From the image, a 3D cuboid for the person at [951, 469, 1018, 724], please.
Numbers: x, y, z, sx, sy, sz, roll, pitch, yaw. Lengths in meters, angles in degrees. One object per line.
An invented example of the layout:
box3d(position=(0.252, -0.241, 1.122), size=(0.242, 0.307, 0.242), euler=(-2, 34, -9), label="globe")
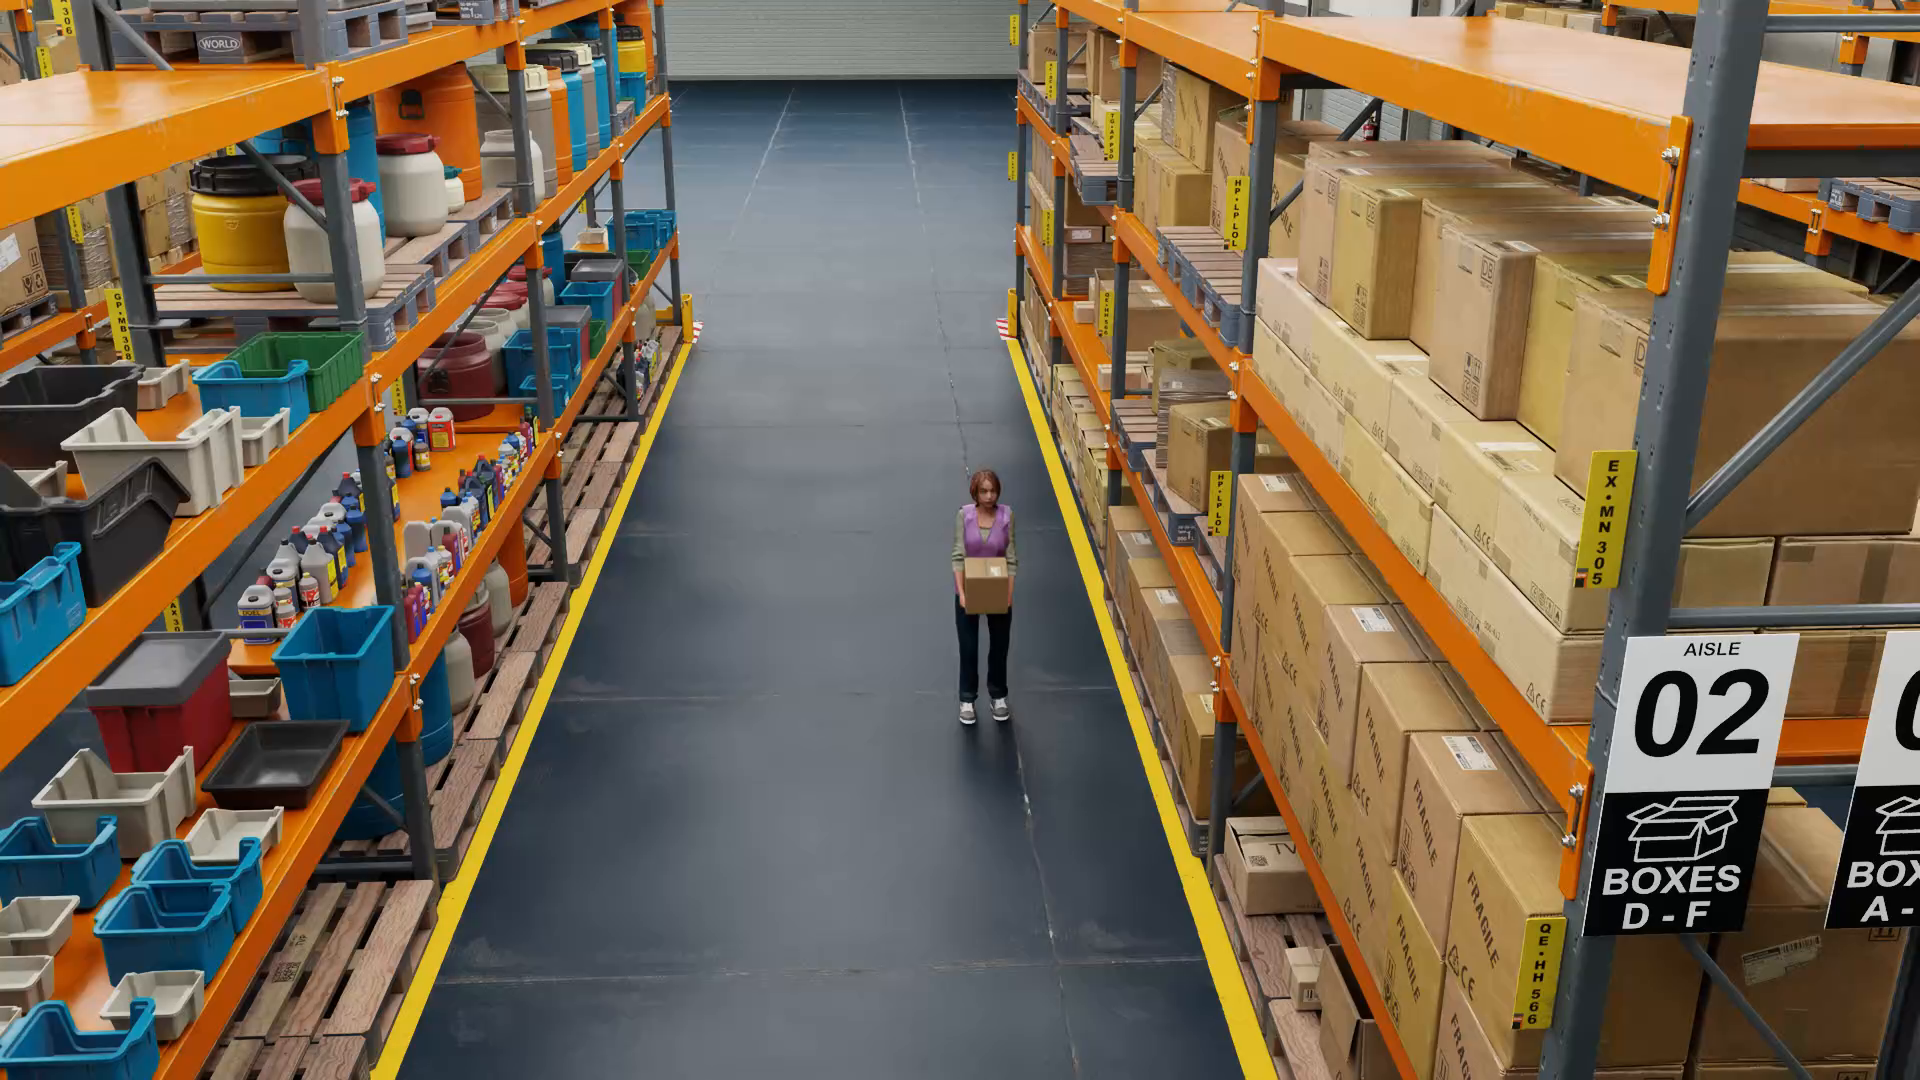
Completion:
box3d(position=(0.148, 0.372, 10.127), size=(0.405, 1.587, 0.489), euler=(-1, 21, -2), label="person")
